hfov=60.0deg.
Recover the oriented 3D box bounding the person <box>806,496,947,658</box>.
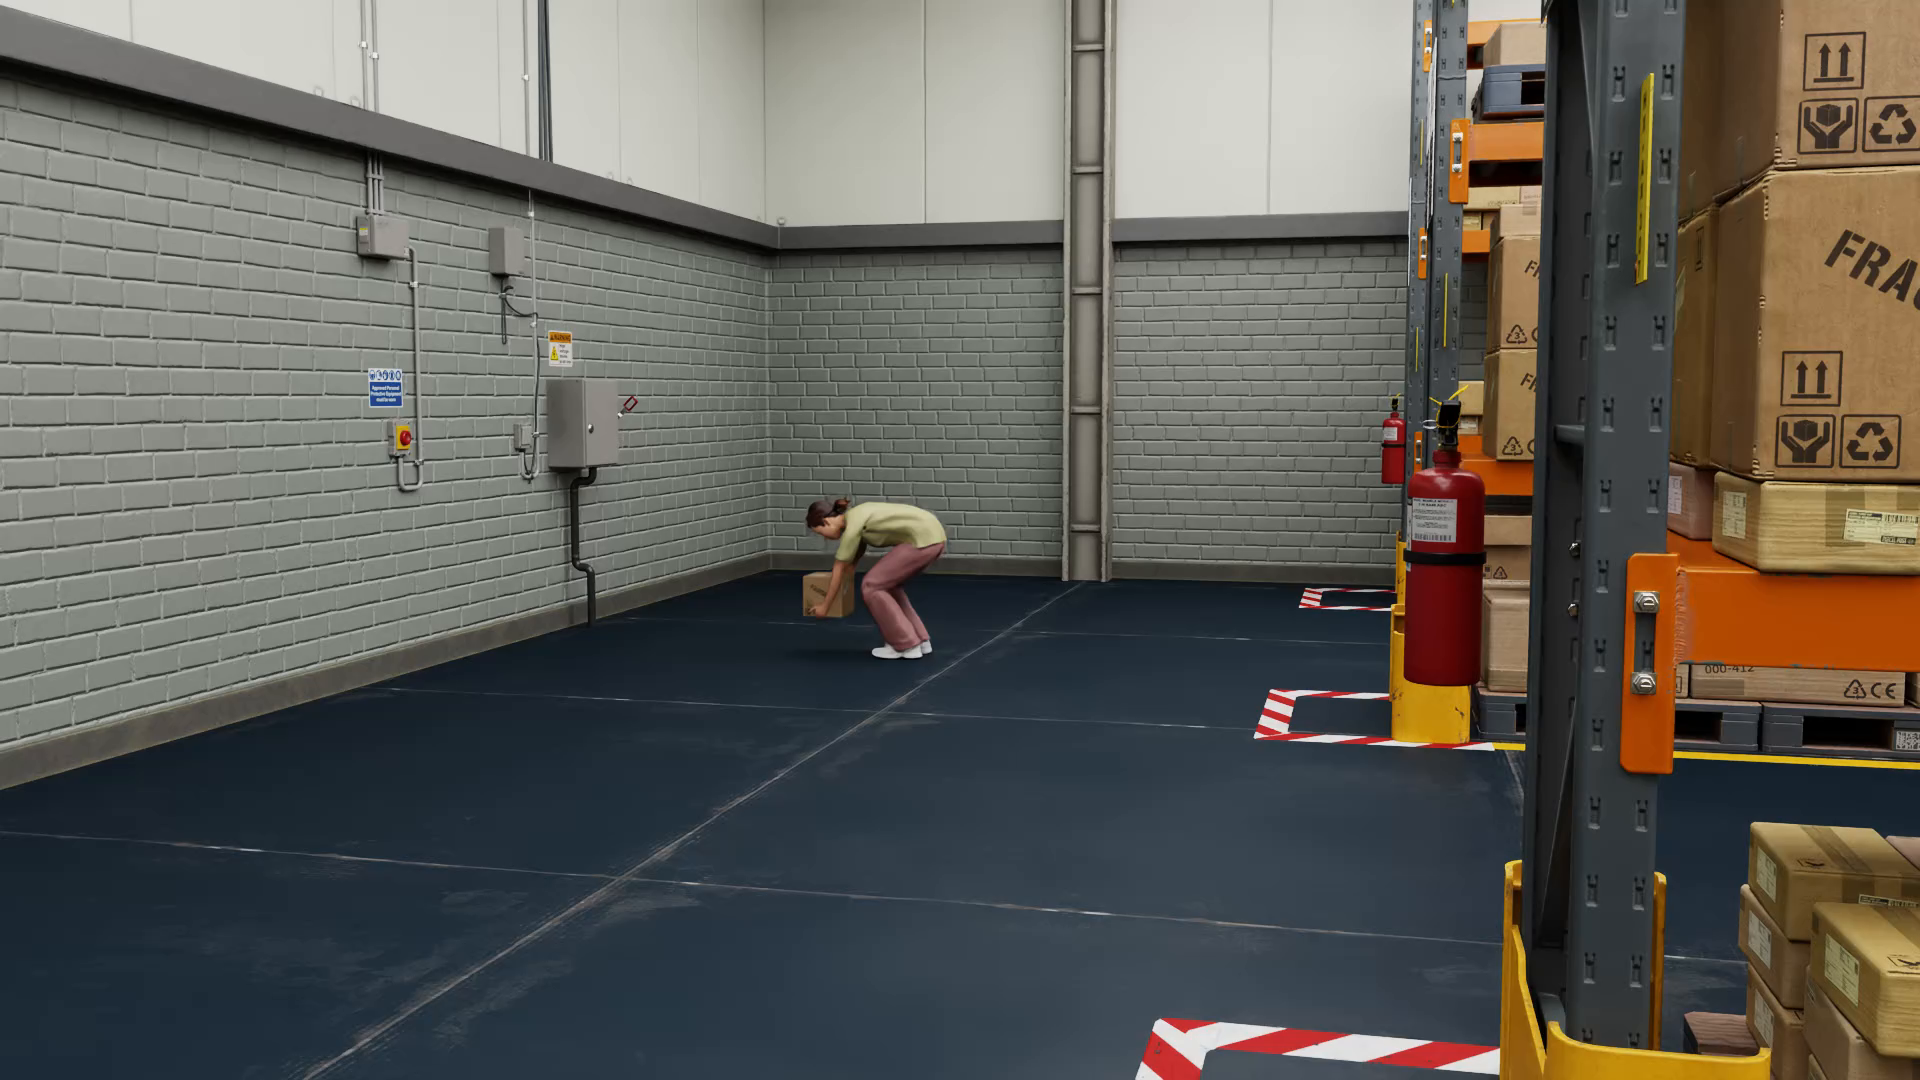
[{"bbox_3d":[-0.518,0.219,10.215,0.868,0.987,0.474,1,5,11],"label":"person"}]
